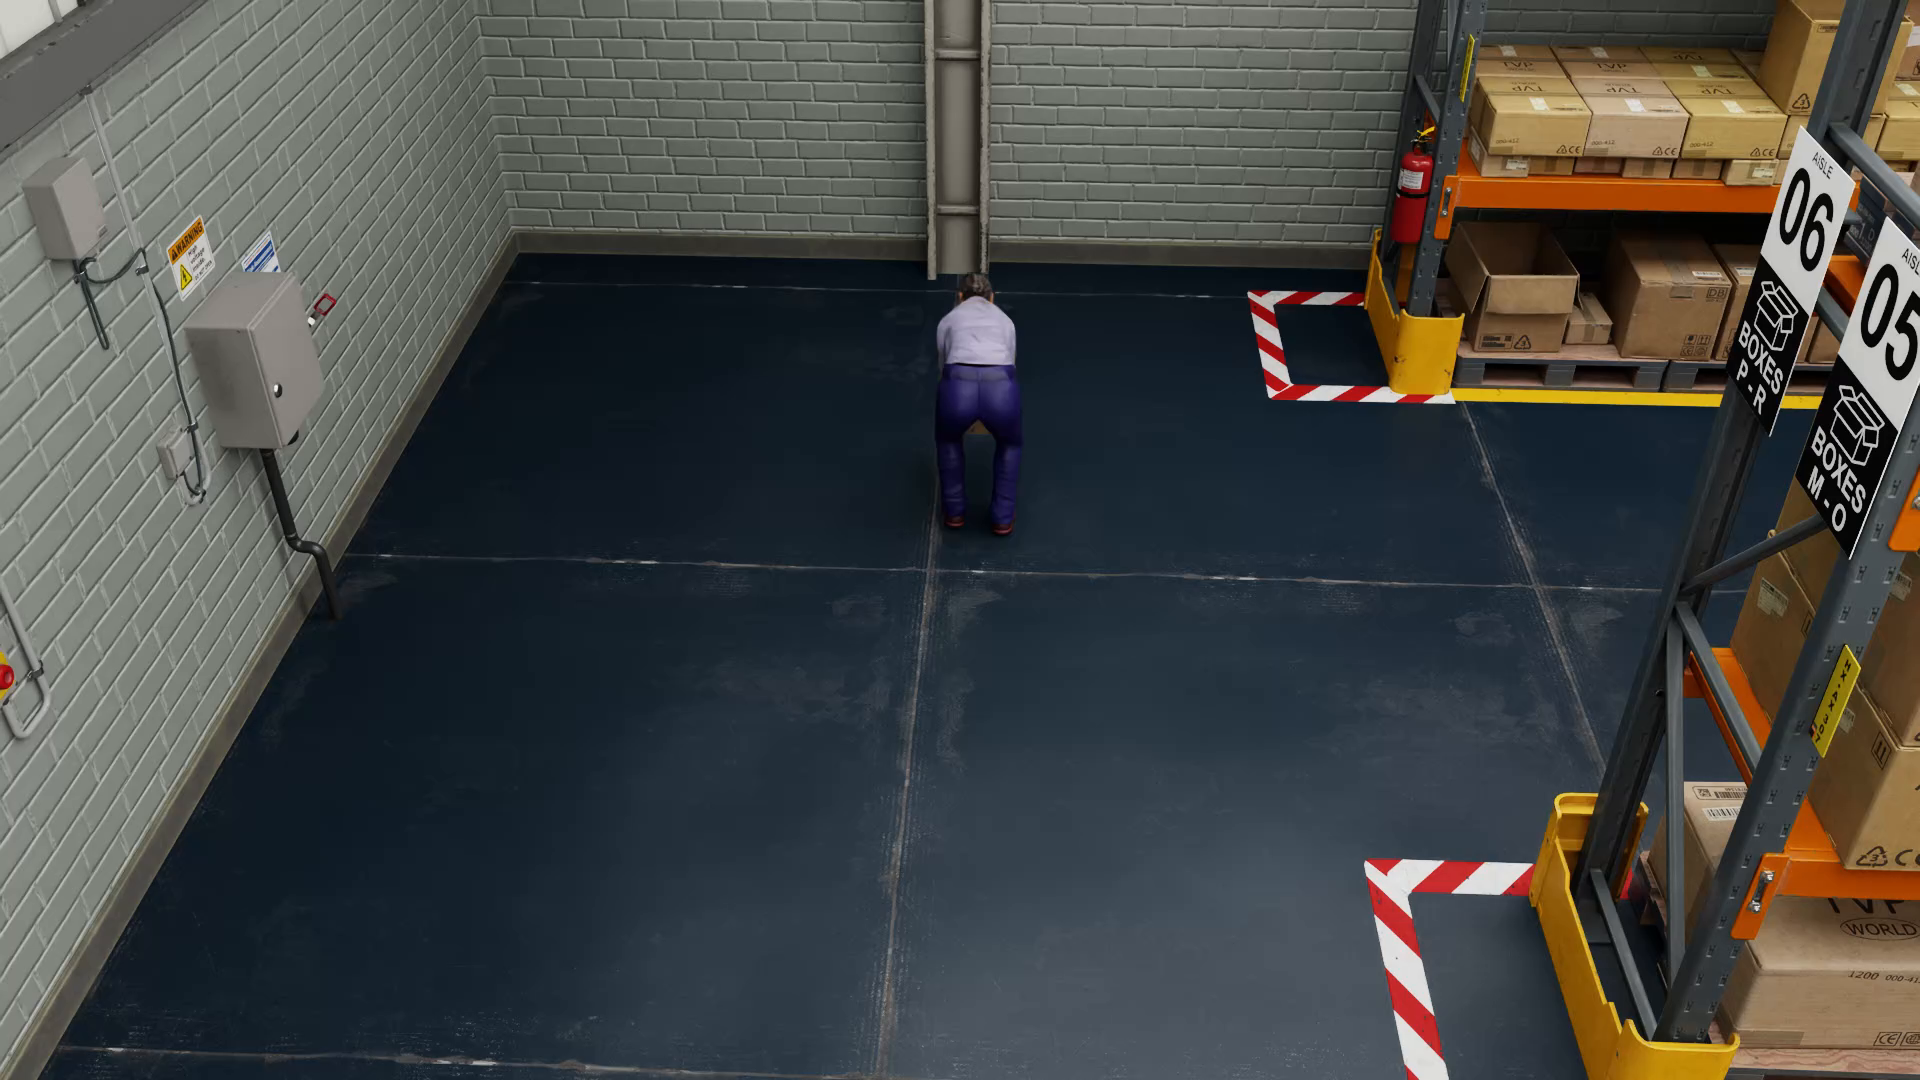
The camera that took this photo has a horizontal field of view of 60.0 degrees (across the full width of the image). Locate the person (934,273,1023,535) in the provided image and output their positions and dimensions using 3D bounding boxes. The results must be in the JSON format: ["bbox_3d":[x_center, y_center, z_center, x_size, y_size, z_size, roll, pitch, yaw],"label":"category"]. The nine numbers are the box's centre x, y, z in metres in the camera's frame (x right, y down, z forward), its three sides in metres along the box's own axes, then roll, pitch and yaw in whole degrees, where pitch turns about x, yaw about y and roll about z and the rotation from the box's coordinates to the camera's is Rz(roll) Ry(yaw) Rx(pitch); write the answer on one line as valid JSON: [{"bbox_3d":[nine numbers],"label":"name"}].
[{"bbox_3d":[0.097,-0.679,8.493,0.455,1.153,0.888,0,36,1],"label":"person"}]
